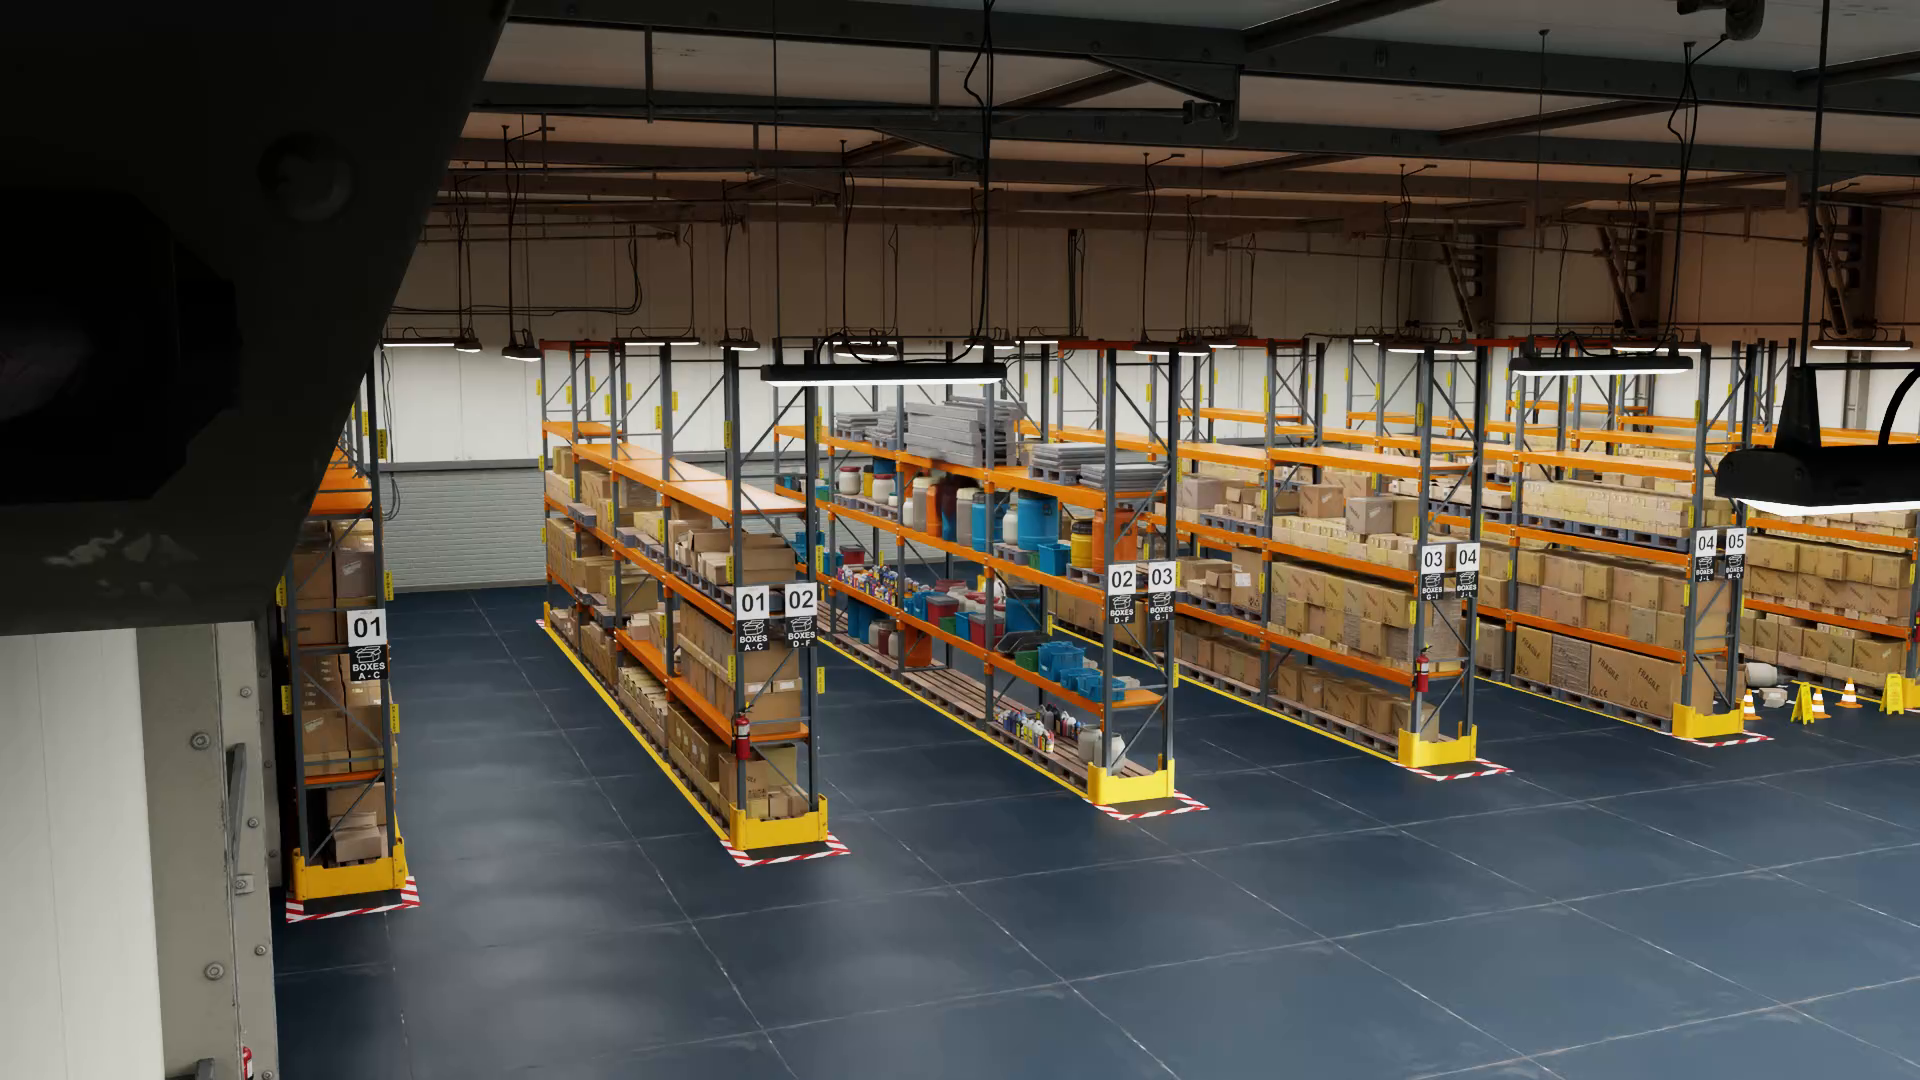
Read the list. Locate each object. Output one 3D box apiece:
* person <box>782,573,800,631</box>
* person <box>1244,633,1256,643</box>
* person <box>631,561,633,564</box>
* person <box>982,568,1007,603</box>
[{"bbox_3d":[-3.199,1.418,31.484,0.654,1.702,0.992,-2,8,-18],"label":"person"},{"bbox_3d":[5.641,1.392,31.987,0.405,1.601,0.648,-4,8,-26],"label":"person"},{"bbox_3d":[-7.267,0.761,36.198,0.965,1.678,0.594,6,9,37],"label":"person"},{"bbox_3d":[0.664,1.231,31.561,0.471,1.556,0.933,-5,9,-33],"label":"person"}]
